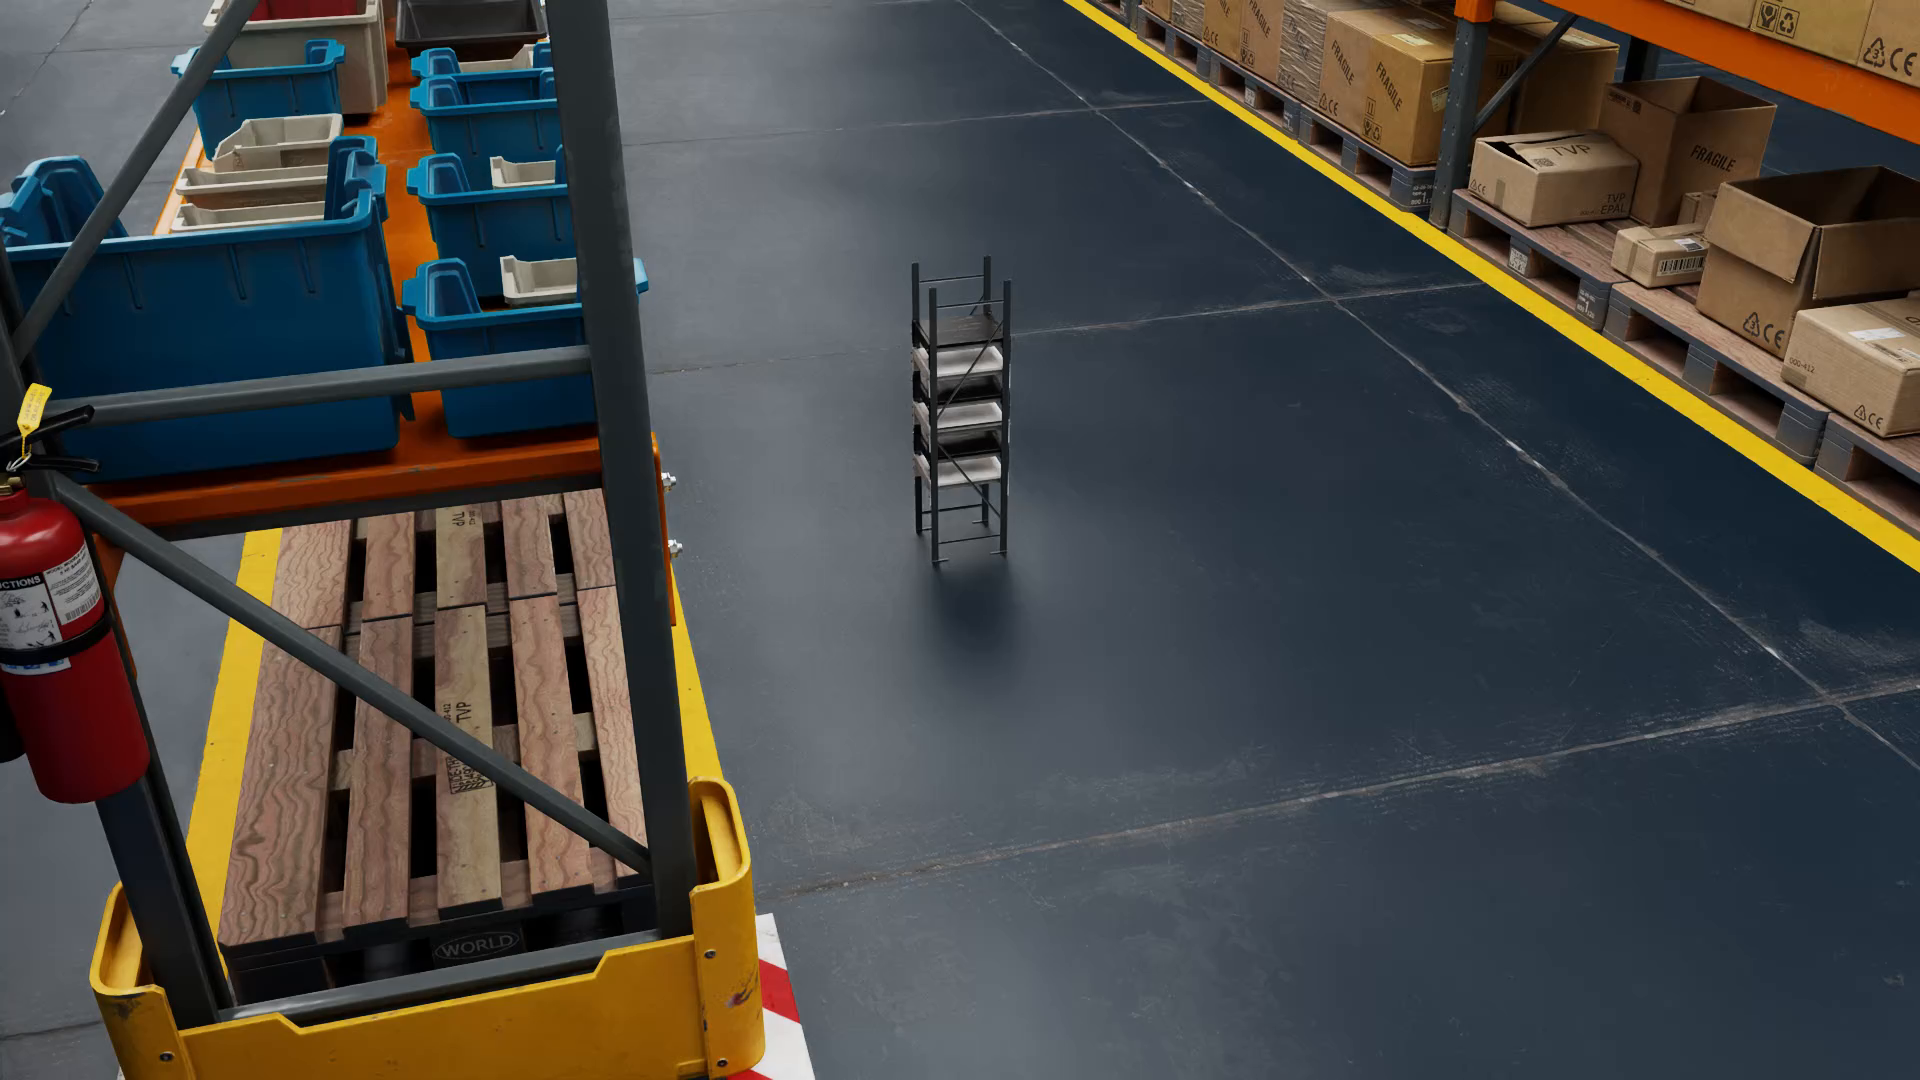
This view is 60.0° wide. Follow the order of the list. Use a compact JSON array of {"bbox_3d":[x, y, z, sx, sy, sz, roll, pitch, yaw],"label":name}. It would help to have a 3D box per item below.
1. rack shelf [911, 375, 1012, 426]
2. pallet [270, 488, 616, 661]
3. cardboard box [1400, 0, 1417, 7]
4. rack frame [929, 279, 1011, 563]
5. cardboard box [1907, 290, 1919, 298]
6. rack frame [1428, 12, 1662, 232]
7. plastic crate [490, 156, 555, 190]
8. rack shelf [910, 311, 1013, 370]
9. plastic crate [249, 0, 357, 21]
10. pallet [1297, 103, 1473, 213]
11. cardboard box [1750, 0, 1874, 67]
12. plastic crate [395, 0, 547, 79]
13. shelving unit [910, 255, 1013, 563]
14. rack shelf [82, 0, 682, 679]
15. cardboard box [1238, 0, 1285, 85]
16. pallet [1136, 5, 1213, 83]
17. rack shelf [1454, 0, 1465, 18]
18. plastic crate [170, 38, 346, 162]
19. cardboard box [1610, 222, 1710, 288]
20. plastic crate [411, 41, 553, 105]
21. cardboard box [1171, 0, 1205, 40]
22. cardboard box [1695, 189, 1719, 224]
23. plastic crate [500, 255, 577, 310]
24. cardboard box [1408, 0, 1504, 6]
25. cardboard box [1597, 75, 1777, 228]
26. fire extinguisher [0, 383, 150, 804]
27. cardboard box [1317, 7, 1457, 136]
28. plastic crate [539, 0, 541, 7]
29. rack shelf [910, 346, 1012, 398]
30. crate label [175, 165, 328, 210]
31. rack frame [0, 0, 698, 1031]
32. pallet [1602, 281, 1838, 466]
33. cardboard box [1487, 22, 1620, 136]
[{"bbox_3d":[0.002,-0.435,4.989,0.258,0.077,0.200,-8,31,-13],"label":"rack shelf"},{"bbox_3d":[-1.517,-0.023,5.079,1.003,0.211,1.213,-8,31,-13],"label":"pallet"},{"bbox_3d":[2.529,-2.700,8.976,0.500,0.500,0.500,-7,31,-13],"label":"cardboard box"},{"bbox_3d":[0.029,-0.336,4.933,0.240,0.900,0.006,-8,31,-13],"label":"rack frame"},{"bbox_3d":[3.625,-0.679,5.734,0.500,0.250,0.500,-8,31,-13],"label":"cardboard box"},{"bbox_3d":[2.700,-2.827,7.140,1.000,3.000,0.127,-8,31,-13],"label":"rack frame"},{"bbox_3d":[-0.948,-0.807,3.852,0.250,0.136,0.298,-8,31,-13],"label":"plastic crate"},{"bbox_3d":[0.002,-0.590,4.899,0.258,0.077,0.200,-8,31,-13],"label":"rack shelf"},{"bbox_3d":[-2.081,-1.759,5.171,0.402,0.464,0.583,-8,31,-13],"label":"plastic crate"},{"bbox_3d":[2.448,-2.008,8.508,1.003,0.211,1.213,-8,31,-13],"label":"pallet"},{"bbox_3d":[2.979,-1.854,5.358,0.500,0.500,0.500,-8,31,-14],"label":"cardboard box"},{"bbox_3d":[-1.521,-1.572,5.186,0.437,0.125,0.590,-8,31,-13],"label":"plastic crate"},{"bbox_3d":[0.002,-0.386,5.018,0.258,0.900,0.210,-8,31,-13],"label":"shelving unit"},{"bbox_3d":[-1.546,-0.893,4.516,1.077,0.370,4.000,-8,31,-13],"label":"rack shelf"},{"bbox_3d":[1.900,-2.863,9.258,0.500,0.500,0.500,-9,31,-15],"label":"cardboard box"},{"bbox_3d":[1.800,-3.186,10.544,1.003,0.211,1.213,-8,31,-13],"label":"pallet"},{"bbox_3d":[2.169,-3.481,8.989,1.077,0.370,4.000,-8,31,-13],"label":"rack shelf"},{"bbox_3d":[-1.807,-1.149,4.349,0.416,0.233,0.300,-8,31,-13],"label":"plastic crate"},{"bbox_3d":[2.842,-1.143,6.620,0.380,0.166,0.250,-8,31,-13],"label":"cardboard box"},{"bbox_3d":[-1.192,-1.136,4.325,0.416,0.233,0.300,-8,31,-13],"label":"plastic crate"},{"bbox_3d":[1.628,-3.357,10.112,0.500,0.500,0.500,-9,31,-15],"label":"cardboard box"},{"bbox_3d":[3.324,-1.254,6.667,0.500,0.311,0.500,-8,31,-13],"label":"cardboard box"},{"bbox_3d":[-0.768,-0.479,3.286,0.250,0.136,0.298,-8,31,-13],"label":"plastic crate"},{"bbox_3d":[2.541,-3.009,8.762,0.500,0.250,0.500,-8,31,-13],"label":"cardboard box"},{"bbox_3d":[3.125,-1.698,7.245,0.500,0.500,0.500,-8,31,-13],"label":"cardboard box"},{"bbox_3d":[-1.413,0.090,2.550,0.296,0.674,0.183,-8,31,-13],"label":"fire extinguisher"},{"bbox_3d":[2.170,-2.376,8.416,0.500,0.500,0.500,-8,31,-13],"label":"cardboard box"},{"bbox_3d":[-1.624,-2.009,5.683,0.392,0.384,0.575,-8,31,-13],"label":"plastic crate"},{"bbox_3d":[0.002,-0.512,4.944,0.258,0.077,0.200,-8,31,-13],"label":"rack shelf"},{"bbox_3d":[-1.566,-0.793,3.829,0.396,0.136,0.243,-8,31,-13],"label":"crate label"},{"bbox_3d":[-1.015,-0.238,2.667,1.000,3.000,0.127,-8,31,-13],"label":"rack frame"},{"bbox_3d":[3.209,-0.698,6.245,1.003,0.211,1.213,-8,31,-13],"label":"pallet"},{"bbox_3d":[2.807,-2.201,8.115,0.500,0.500,0.500,-9,31,-16],"label":"cardboard box"}]
